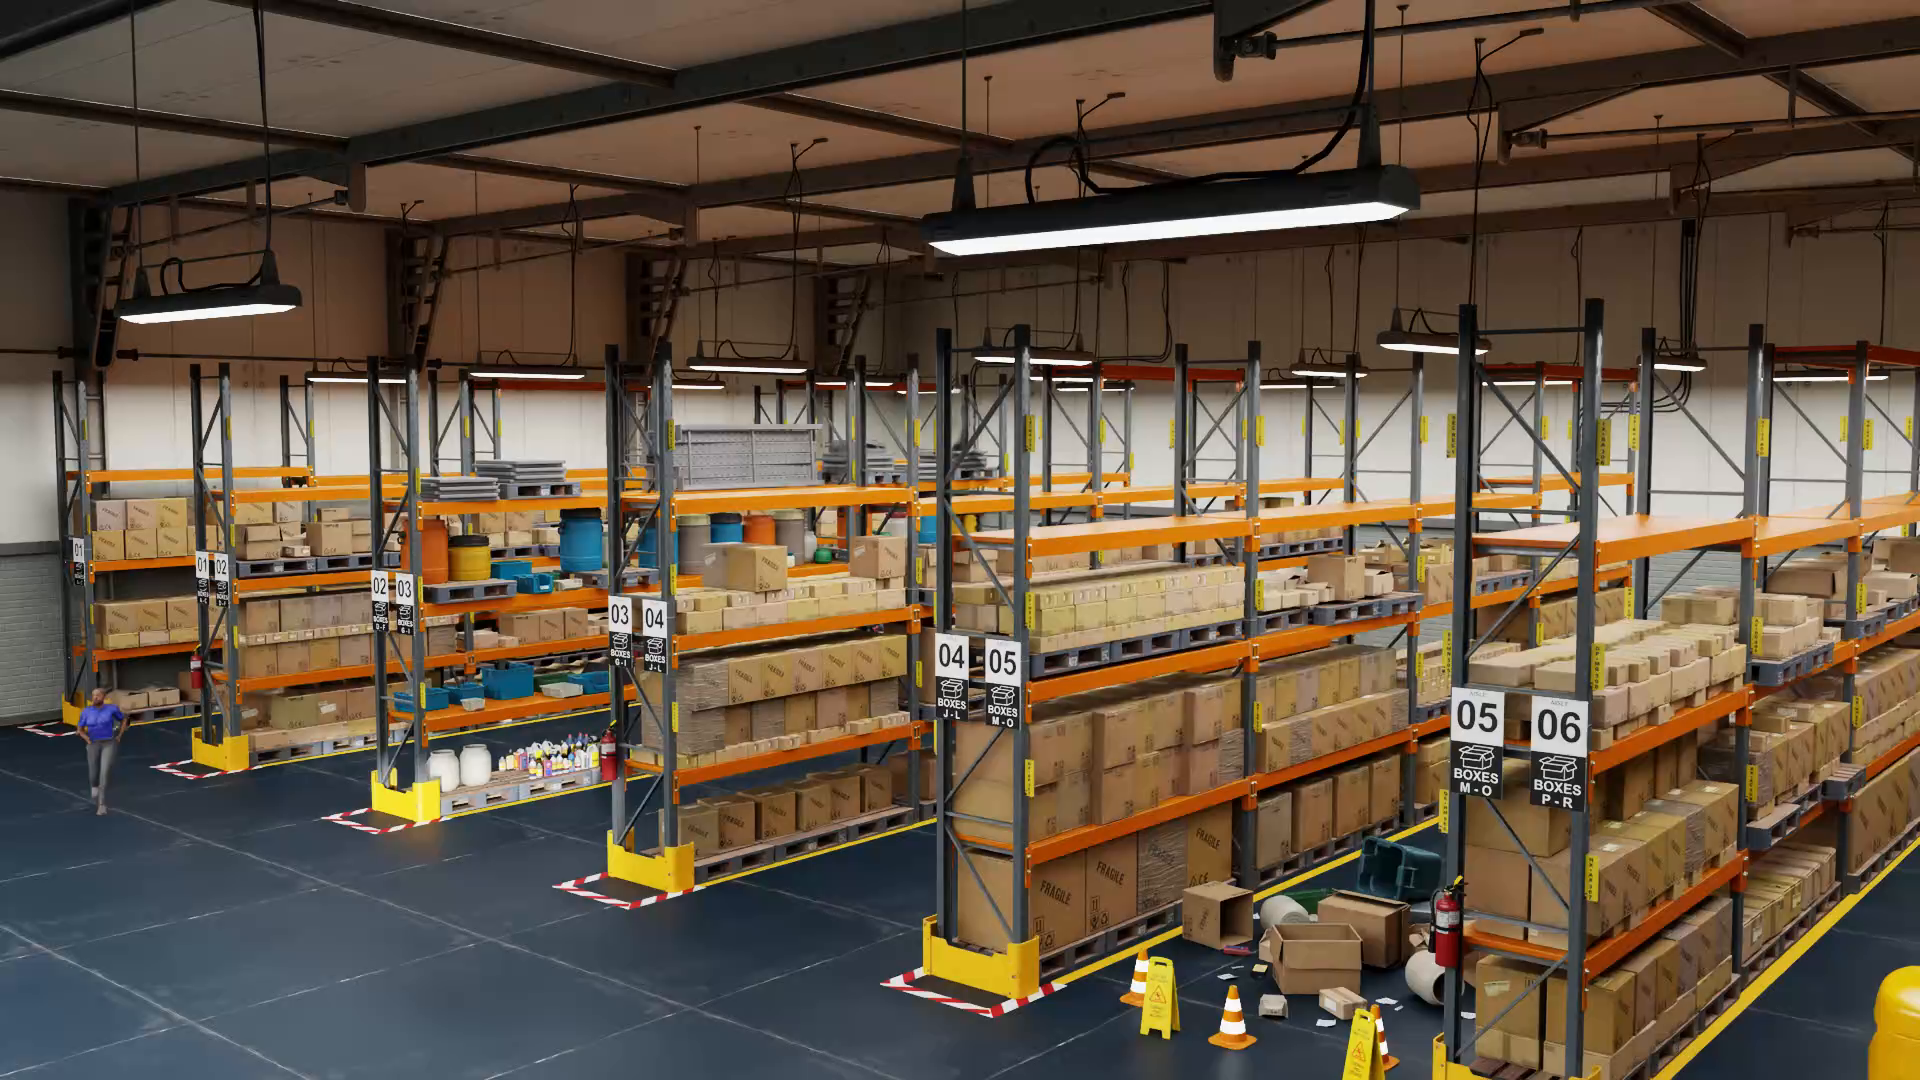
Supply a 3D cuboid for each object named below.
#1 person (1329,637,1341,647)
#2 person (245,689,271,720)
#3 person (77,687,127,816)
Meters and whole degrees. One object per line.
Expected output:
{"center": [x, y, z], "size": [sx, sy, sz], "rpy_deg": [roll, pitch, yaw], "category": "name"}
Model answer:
{"center": [6.073, 2.366, 27.050], "size": [0.623, 1.665, 0.877], "rpy_deg": [3, 5, 35], "category": "person"}
{"center": [-11.367, 2.341, 26.810], "size": [0.677, 1.823, 0.807], "rpy_deg": [3, 5, 36], "category": "person"}
{"center": [-11.381, 2.766, 22.078], "size": [0.588, 1.657, 0.850], "rpy_deg": [-1, 4, -20], "category": "person"}
